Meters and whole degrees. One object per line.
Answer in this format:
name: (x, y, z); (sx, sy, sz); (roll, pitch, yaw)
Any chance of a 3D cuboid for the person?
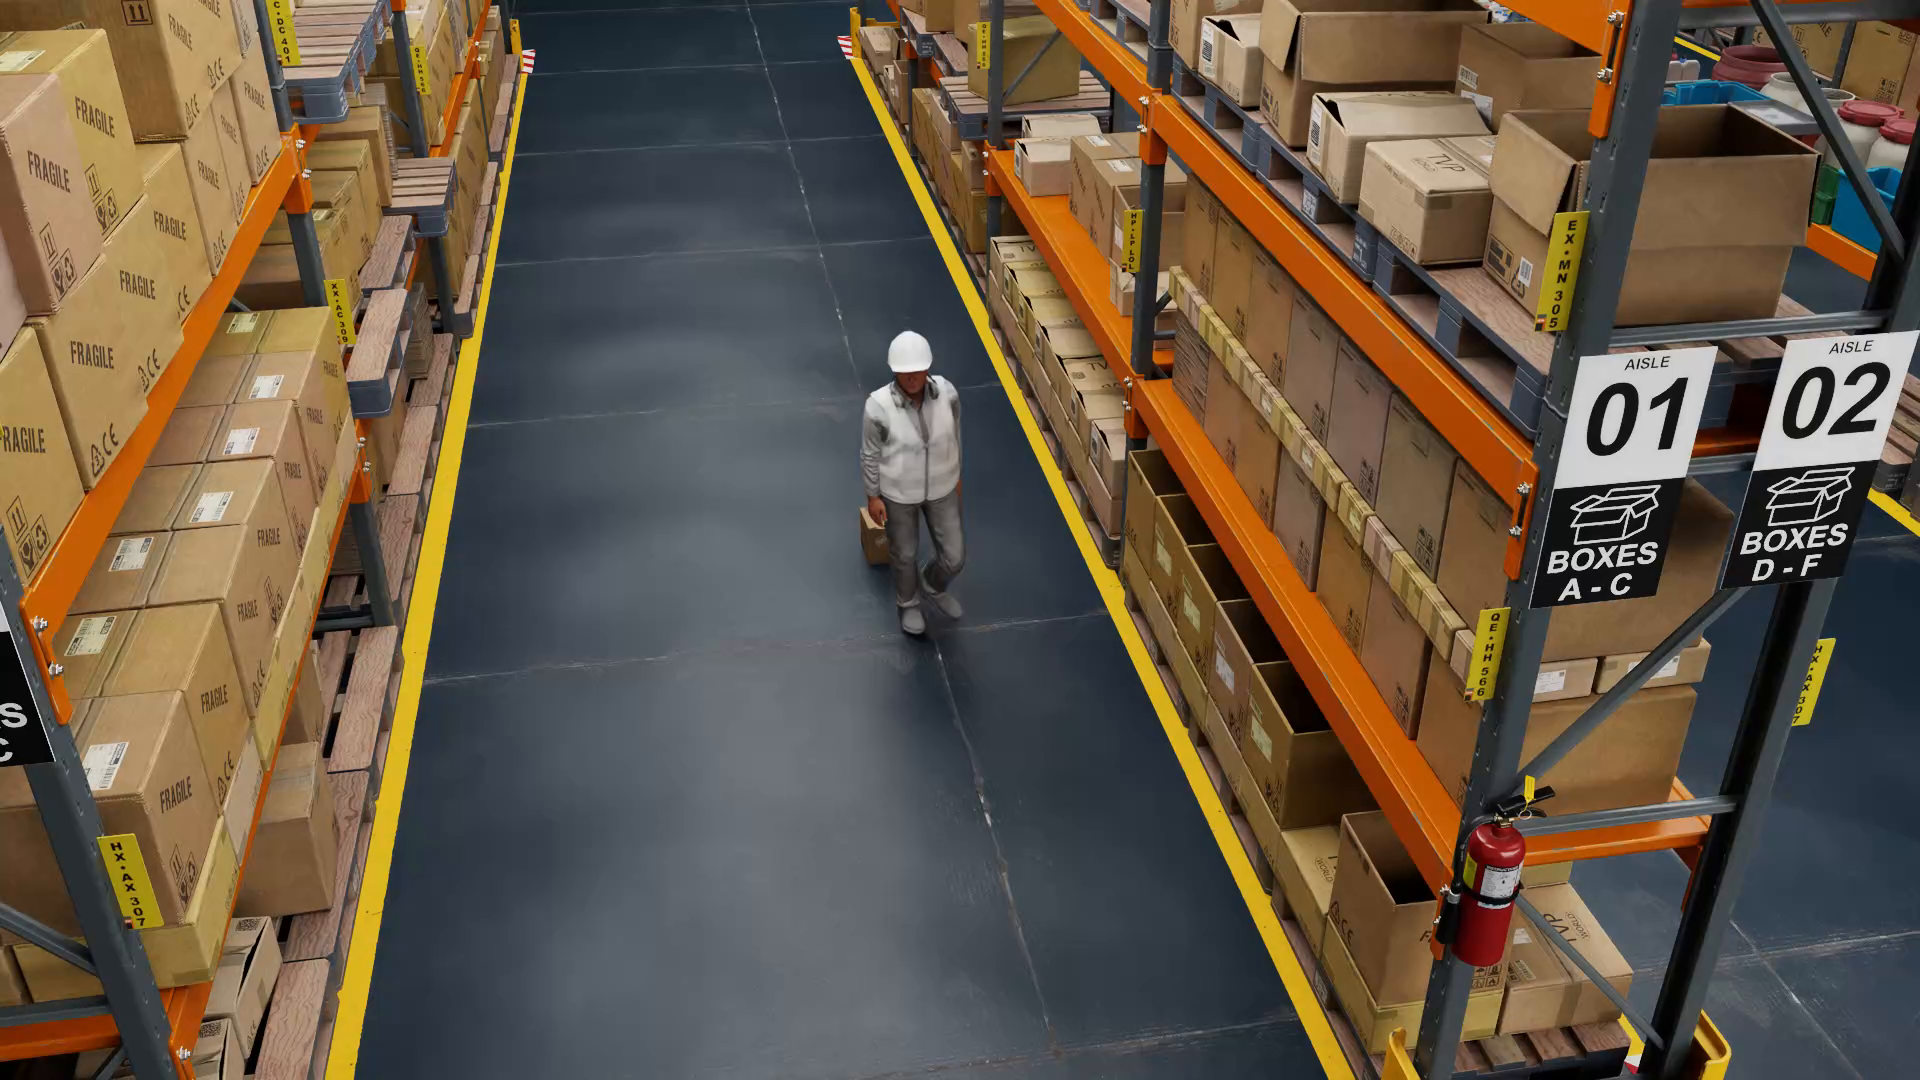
person: (-0.238, -0.278, 8.548); (0.560, 1.760, 0.488); (-9, 32, -15)
